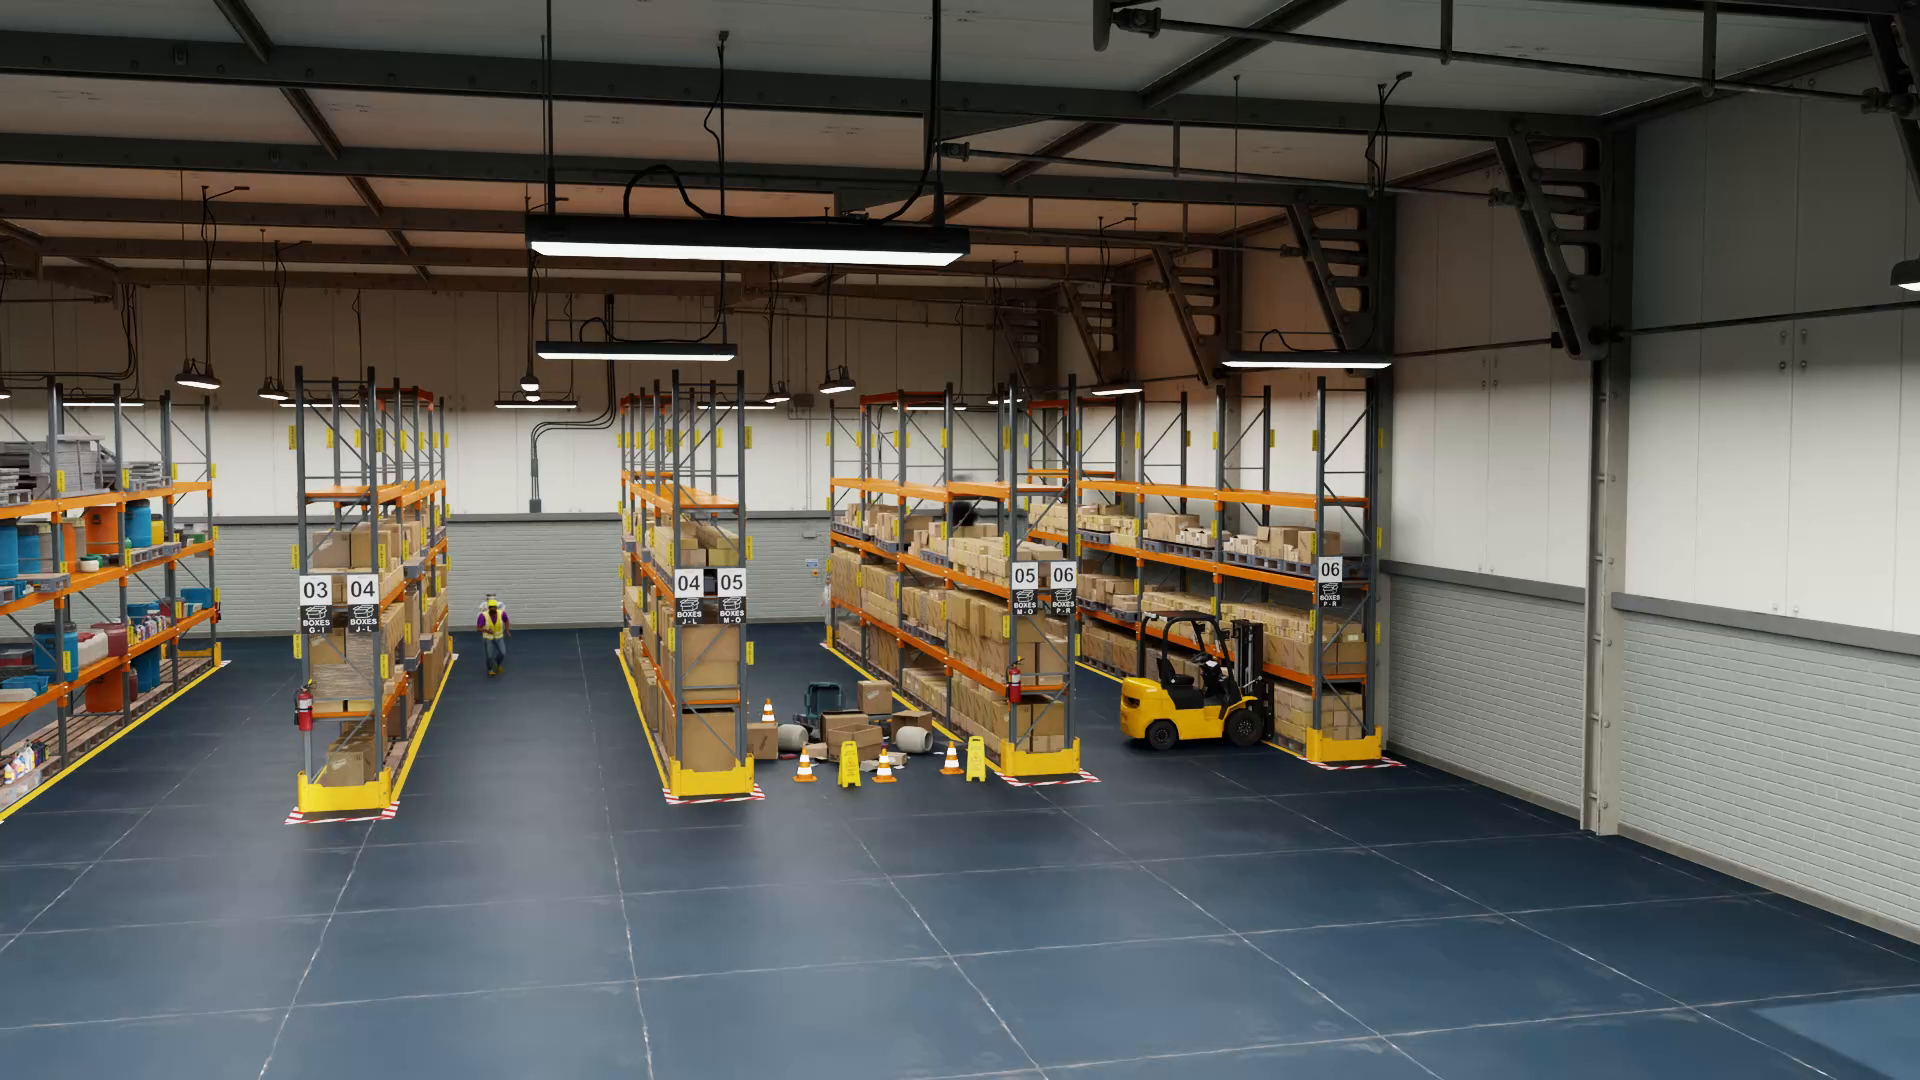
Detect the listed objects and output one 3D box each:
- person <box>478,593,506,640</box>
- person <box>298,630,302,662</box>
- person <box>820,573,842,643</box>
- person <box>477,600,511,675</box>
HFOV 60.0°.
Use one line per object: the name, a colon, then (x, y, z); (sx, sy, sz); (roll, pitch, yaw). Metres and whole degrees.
person: (-10.878, 1.959, 38.681); (0.634, 1.490, 0.741); (-1, 4, -22)
person: (-12.912, 2.283, 33.045); (0.535, 1.494, 0.800); (-2, 4, -25)
person: (-3.101, 1.676, 41.415); (0.764, 1.733, 0.661); (-1, 4, -23)
person: (-9.880, 2.073, 35.281); (0.723, 1.653, 0.825); (-2, 4, -26)
